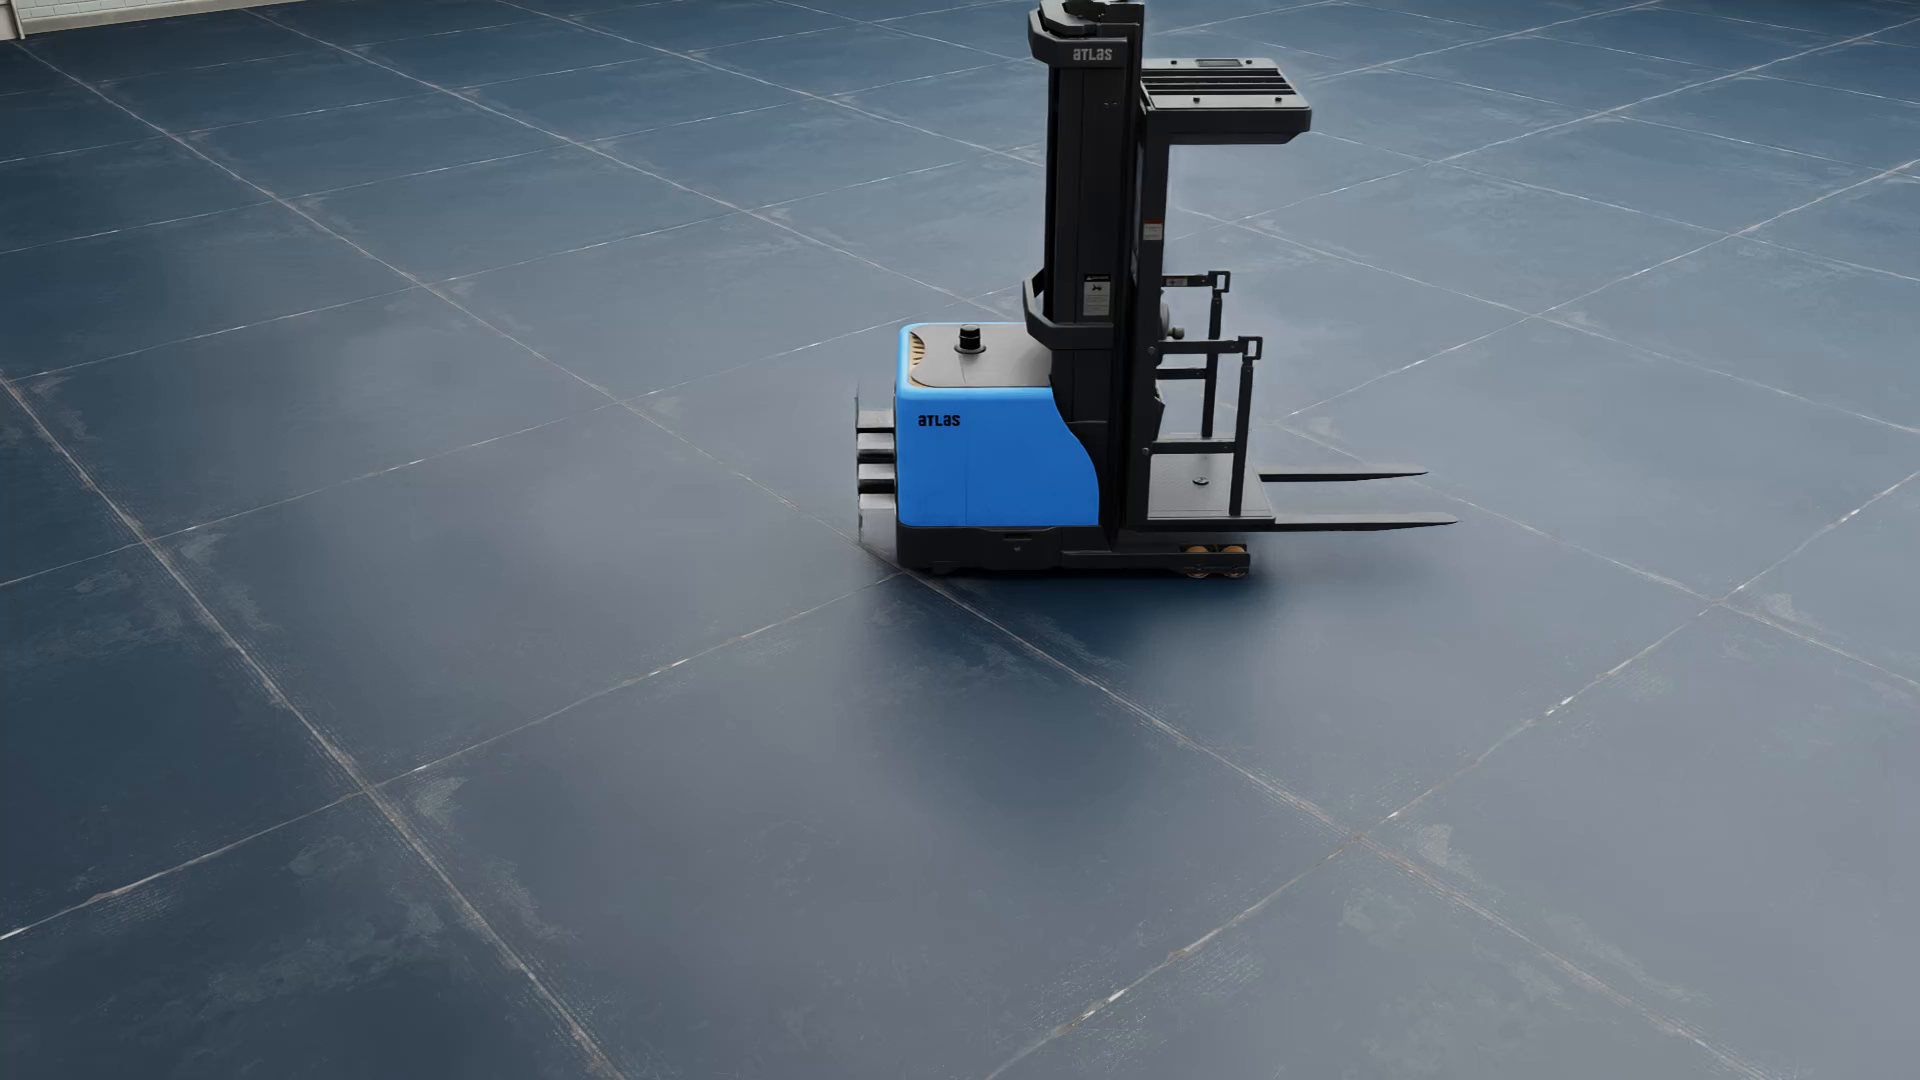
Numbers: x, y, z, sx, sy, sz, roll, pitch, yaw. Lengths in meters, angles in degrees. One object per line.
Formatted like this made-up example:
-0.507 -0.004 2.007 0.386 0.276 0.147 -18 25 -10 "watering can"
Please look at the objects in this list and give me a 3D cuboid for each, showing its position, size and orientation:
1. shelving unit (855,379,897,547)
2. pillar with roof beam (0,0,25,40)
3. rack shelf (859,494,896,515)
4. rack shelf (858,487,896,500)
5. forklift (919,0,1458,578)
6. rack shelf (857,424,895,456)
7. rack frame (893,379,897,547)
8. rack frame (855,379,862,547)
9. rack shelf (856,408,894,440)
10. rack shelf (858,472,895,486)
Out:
-0.453 -0.416 9.074 0.210 0.900 0.258 -1 28 -1 "shelving unit"
-9.389 -8.824 16.214 0.400 9.000 9.100 -22 35 -35 "pillar with roof beam"
-0.453 -0.228 9.175 0.200 0.077 0.258 -1 28 -1 "rack shelf"
-0.453 -0.307 9.132 0.200 0.077 0.258 -1 28 -1 "rack shelf"
1.217 -1.311 8.662 2.937 2.867 1.118 -1 28 -1 "forklift"
-0.453 -0.546 9.005 0.200 0.077 0.258 -1 28 -1 "rack shelf"
-0.351 -0.417 9.076 0.006 0.900 0.240 -1 28 -1 "rack frame"
-0.555 -0.415 9.072 0.006 0.900 0.240 -1 28 -1 "rack frame"
-0.453 -0.625 8.962 0.200 0.077 0.258 -1 28 -1 "rack shelf"
-0.453 -0.387 9.090 0.200 0.077 0.258 -1 28 -1 "rack shelf"
